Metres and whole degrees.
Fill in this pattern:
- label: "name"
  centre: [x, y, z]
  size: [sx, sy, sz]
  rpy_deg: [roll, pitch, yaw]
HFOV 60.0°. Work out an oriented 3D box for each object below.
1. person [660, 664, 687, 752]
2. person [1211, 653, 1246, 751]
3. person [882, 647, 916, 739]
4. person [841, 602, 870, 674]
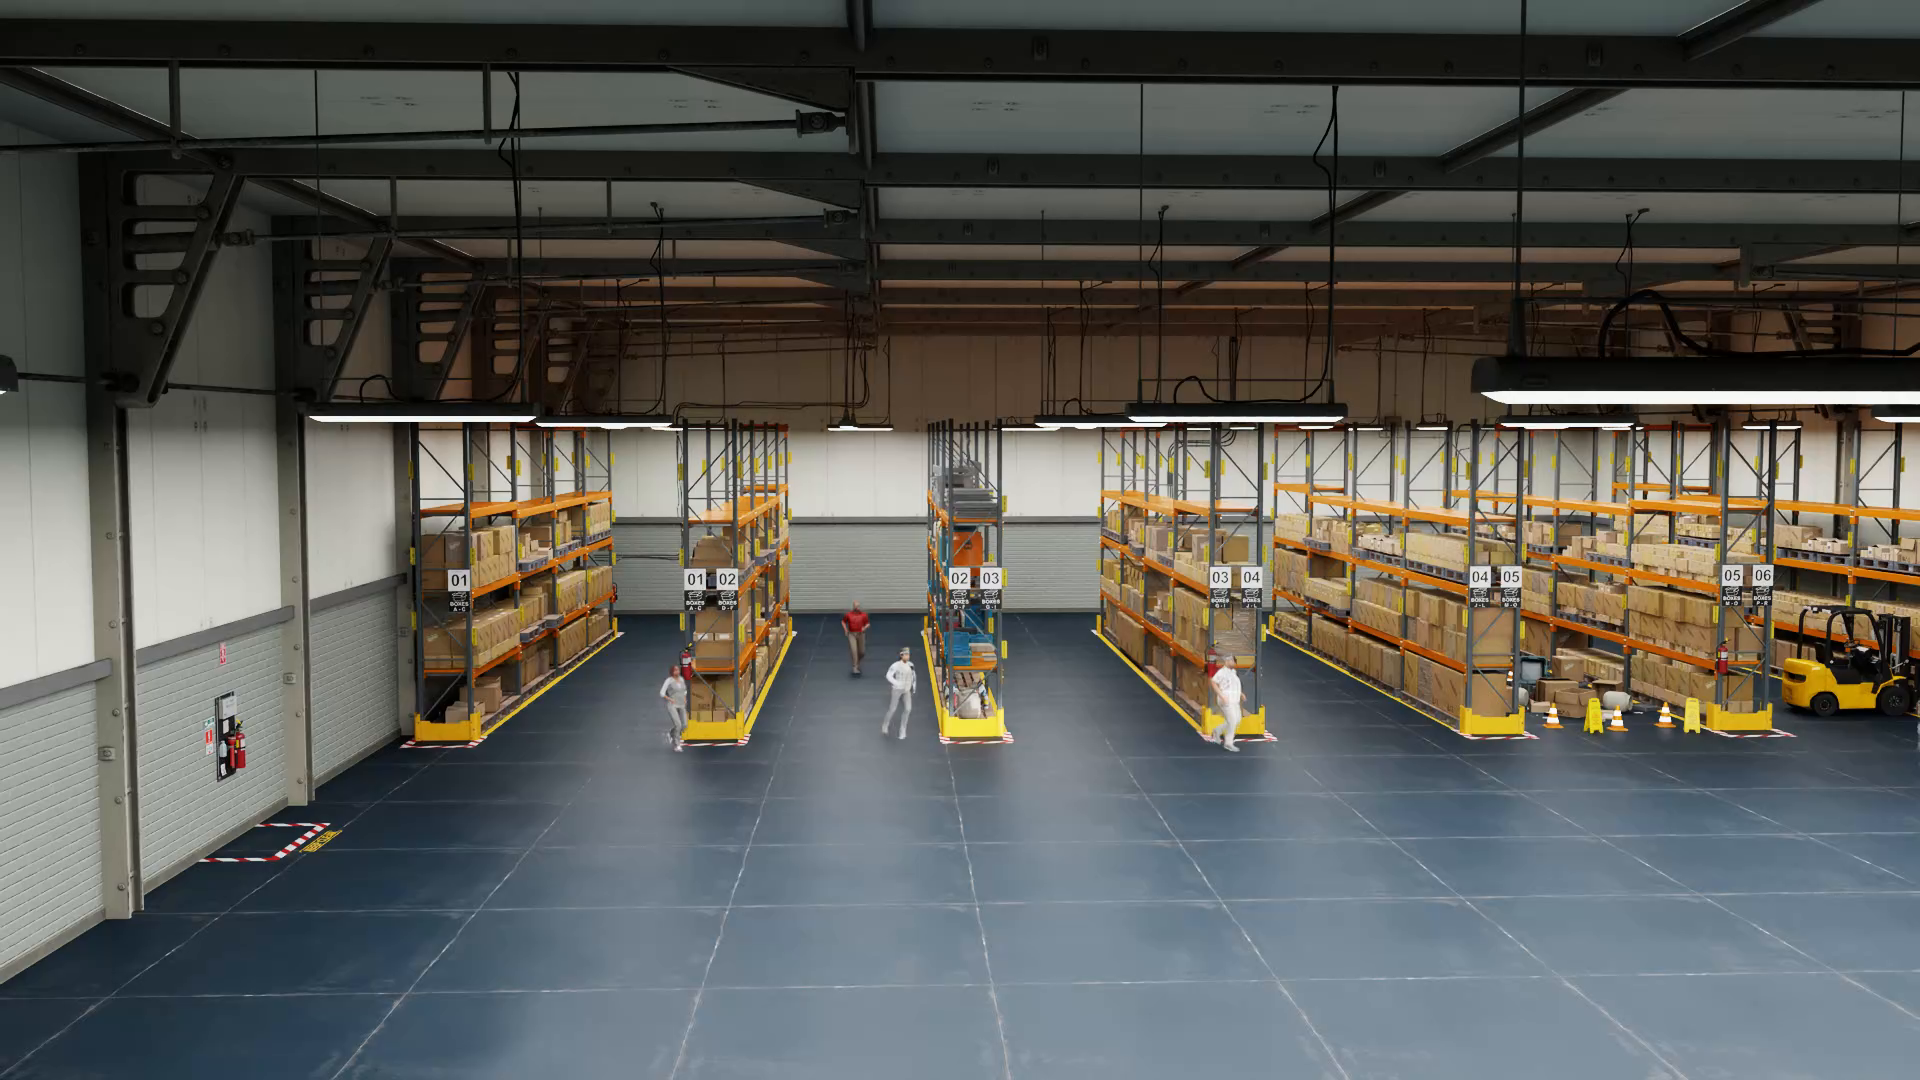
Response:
- label: "person"
  centre: [-5.148, 3.036, 30.048]
  size: [0.536, 1.583, 0.560]
  rpy_deg: [3, 5, 43]
- label: "person"
  centre: [4.887, 2.931, 30.267]
  size: [0.642, 1.759, 0.721]
  rpy_deg: [3, 5, 40]
- label: "person"
  centre: [-1.095, 2.882, 31.488]
  size: [0.680, 1.717, 0.737]
  rpy_deg: [-2, 4, -24]
- label: "person"
  centre: [-2.488, 2.323, 39.875]
  size: [0.675, 1.688, 0.785]
  rpy_deg: [-1, 4, -11]
